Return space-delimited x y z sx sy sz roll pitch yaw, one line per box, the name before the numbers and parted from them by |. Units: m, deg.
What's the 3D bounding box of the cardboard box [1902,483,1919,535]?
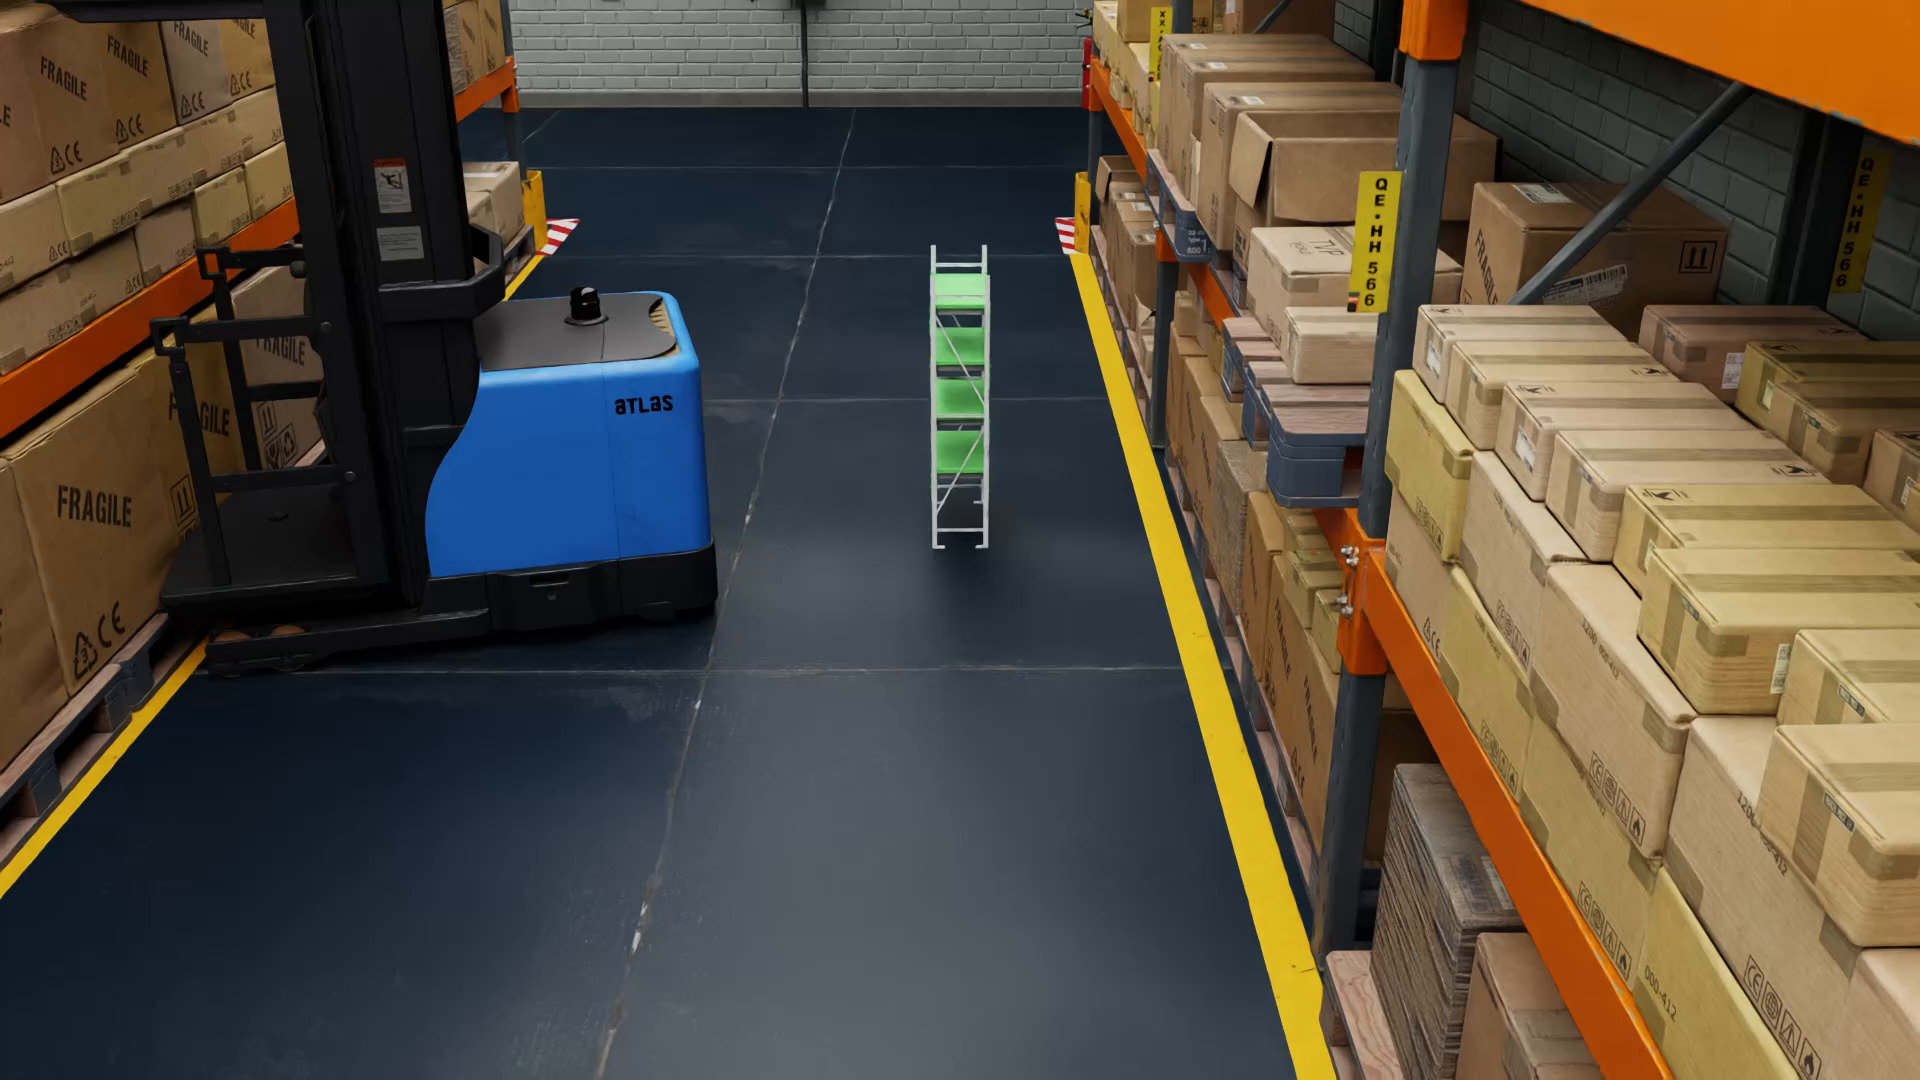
cardboard box | 1.752 0.022 2.653 0.380 0.149 0.250 0 24 -1

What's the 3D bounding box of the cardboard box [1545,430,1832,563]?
cardboard box | 1.249 -0.078 2.874 0.380 0.149 0.250 0 24 0

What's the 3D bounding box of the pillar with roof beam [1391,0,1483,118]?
pillar with roof beam | -1.963 -4.846 7.046 9.100 9.000 0.400 0 24 -1

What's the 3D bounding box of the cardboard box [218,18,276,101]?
cardboard box | -3.259 -2.136 6.998 0.500 0.500 0.500 1 24 1

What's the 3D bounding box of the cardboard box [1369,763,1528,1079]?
cardboard box | 1.485 0.955 3.872 0.875 0.625 0.625 1 24 1

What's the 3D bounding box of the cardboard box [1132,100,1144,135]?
cardboard box | 1.134 -2.285 8.967 0.380 0.149 0.250 -1 24 -1

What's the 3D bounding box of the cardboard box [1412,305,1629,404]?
cardboard box | 1.201 -0.402 3.590 0.380 0.149 0.250 0 24 1

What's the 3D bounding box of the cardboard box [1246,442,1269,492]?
cardboard box | 1.247 -0.290 5.988 0.380 0.149 0.250 -1 24 -3

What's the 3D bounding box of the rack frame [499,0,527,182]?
rack frame | -3.559 -3.466 11.273 1.000 3.000 0.127 0 24 -1

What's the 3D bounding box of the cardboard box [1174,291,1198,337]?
cardboard box | 1.186 -1.040 7.647 0.380 0.149 0.250 1 24 2

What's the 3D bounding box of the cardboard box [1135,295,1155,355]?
cardboard box | 1.145 -1.162 8.988 0.396 0.266 0.258 1 24 1

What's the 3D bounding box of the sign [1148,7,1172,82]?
sign | 0.906 -2.230 7.491 0.100 0.325 0.005 0 24 -1

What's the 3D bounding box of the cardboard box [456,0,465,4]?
cardboard box | -3.280 -3.554 10.134 0.500 0.500 0.500 0 24 0

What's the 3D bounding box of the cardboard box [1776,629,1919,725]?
cardboard box | 1.325 0.237 2.178 0.380 0.149 0.250 0 24 -1

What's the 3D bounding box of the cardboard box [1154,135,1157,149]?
cardboard box | 1.168 -1.964 8.258 0.380 0.149 0.250 0 24 1

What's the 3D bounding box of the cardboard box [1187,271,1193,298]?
cardboard box | 1.247 -1.176 7.586 0.380 0.149 0.250 -1 24 -1

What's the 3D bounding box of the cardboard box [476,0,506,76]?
cardboard box | -3.289 -3.314 10.816 0.500 0.500 0.500 0 24 0

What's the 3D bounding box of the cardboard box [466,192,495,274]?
cardboard box | -3.433 -1.841 10.281 0.875 0.438 0.875 0 24 1

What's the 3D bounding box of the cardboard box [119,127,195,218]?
cardboard box | -3.243 -1.377 6.230 0.500 0.250 0.500 0 24 1

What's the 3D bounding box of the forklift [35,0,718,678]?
forklift | -2.532 -1.069 6.058 3.031 2.935 1.130 -6 25 -13

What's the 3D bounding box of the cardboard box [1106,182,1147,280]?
cardboard box | 1.287 -1.937 10.417 0.700 0.500 0.500 1 24 2

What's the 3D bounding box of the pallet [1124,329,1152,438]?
pallet | 1.442 -0.854 8.882 1.003 0.211 1.213 0 24 -1

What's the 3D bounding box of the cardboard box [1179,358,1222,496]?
cardboard box | 1.244 -0.474 7.182 0.500 0.500 0.500 -1 24 -1

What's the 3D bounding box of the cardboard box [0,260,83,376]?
cardboard box | -3.248 -0.732 5.409 0.500 0.250 0.500 1 24 1

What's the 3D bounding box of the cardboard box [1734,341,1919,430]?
cardboard box | 1.812 -0.294 3.351 0.380 0.149 0.250 0 24 1

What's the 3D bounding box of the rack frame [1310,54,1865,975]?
rack frame | 1.492 -0.193 4.037 1.000 3.000 0.127 0 24 -1

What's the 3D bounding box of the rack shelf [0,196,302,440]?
rack shelf | -3.493 -0.666 5.955 1.077 0.370 4.000 0 24 -1

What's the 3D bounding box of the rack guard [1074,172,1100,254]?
rack guard | 1.405 -2.319 11.772 1.175 0.500 0.348 0 24 -1

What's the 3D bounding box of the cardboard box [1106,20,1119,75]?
cardboard box | 1.155 -2.952 9.958 0.500 0.250 0.500 -1 24 -2

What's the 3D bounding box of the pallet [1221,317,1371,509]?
pallet | 1.414 -0.385 4.694 1.213 0.211 1.003 0 24 -1

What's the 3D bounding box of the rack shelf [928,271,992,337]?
rack shelf | -0.002 -0.994 6.982 0.258 0.148 0.480 0 24 -1

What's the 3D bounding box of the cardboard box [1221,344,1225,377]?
cardboard box | 1.297 -0.708 6.912 0.380 0.149 0.250 -1 24 -1

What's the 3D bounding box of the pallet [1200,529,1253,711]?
pallet | 1.511 0.268 6.401 1.003 0.211 1.213 0 24 -1

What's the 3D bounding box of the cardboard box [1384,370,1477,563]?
cardboard box | 1.227 -0.169 3.558 0.500 0.250 0.500 0 24 -1

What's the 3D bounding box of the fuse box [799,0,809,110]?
fuse box | -1.541 -5.152 16.564 0.539 1.711 0.414 0 24 -1

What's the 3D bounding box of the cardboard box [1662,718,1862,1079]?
cardboard box | 1.275 0.464 2.160 0.500 0.250 0.500 0 24 0

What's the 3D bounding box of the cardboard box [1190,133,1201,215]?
cardboard box | 1.080 -1.397 6.353 0.396 0.266 0.258 1 24 2

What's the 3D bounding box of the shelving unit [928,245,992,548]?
shelving unit | -0.002 -0.615 7.154 0.258 1.200 0.503 0 24 -1

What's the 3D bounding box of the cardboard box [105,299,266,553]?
cardboard box | -3.411 -0.414 6.593 0.875 0.875 0.875 0 24 1

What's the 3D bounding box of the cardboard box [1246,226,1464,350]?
cardboard box | 1.157 -0.749 4.940 0.500 0.250 0.500 -1 24 -3

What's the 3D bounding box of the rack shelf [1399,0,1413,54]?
rack shelf | 1.470 -2.056 5.389 1.077 0.370 4.000 0 24 -1

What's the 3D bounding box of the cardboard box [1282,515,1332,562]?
cardboard box | 1.241 0.035 5.268 0.380 0.149 0.250 -1 24 -2

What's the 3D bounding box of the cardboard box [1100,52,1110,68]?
cardboard box | 1.134 -3.239 11.075 0.380 0.149 0.250 0 24 -1

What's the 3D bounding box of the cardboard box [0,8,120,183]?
cardboard box | -3.240 -1.500 5.593 0.500 0.500 0.500 0 24 0

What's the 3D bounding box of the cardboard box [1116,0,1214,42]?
cardboard box | 1.157 -3.092 9.358 0.500 0.500 0.500 0 24 1

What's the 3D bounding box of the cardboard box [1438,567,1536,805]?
cardboard box | 1.253 0.266 3.203 0.500 0.250 0.500 -1 24 -2

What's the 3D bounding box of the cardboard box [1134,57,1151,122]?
cardboard box | 1.179 -2.324 8.569 0.500 0.250 0.500 0 24 0

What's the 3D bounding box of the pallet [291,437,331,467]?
pallet | -3.431 -0.229 7.501 1.003 0.211 1.213 0 24 -1

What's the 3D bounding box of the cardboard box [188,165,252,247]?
cardboard box | -3.254 -1.356 6.789 0.500 0.250 0.500 -1 24 -1

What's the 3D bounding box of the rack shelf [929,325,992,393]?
rack shelf | -0.002 -0.775 7.081 0.258 0.148 0.480 0 24 -1

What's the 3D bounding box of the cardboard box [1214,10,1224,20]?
cardboard box | 1.679 -3.156 10.409 0.500 0.250 0.500 0 24 0

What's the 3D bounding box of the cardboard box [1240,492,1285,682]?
cardboard box | 1.269 0.159 5.782 0.500 0.500 0.500 1 24 2
